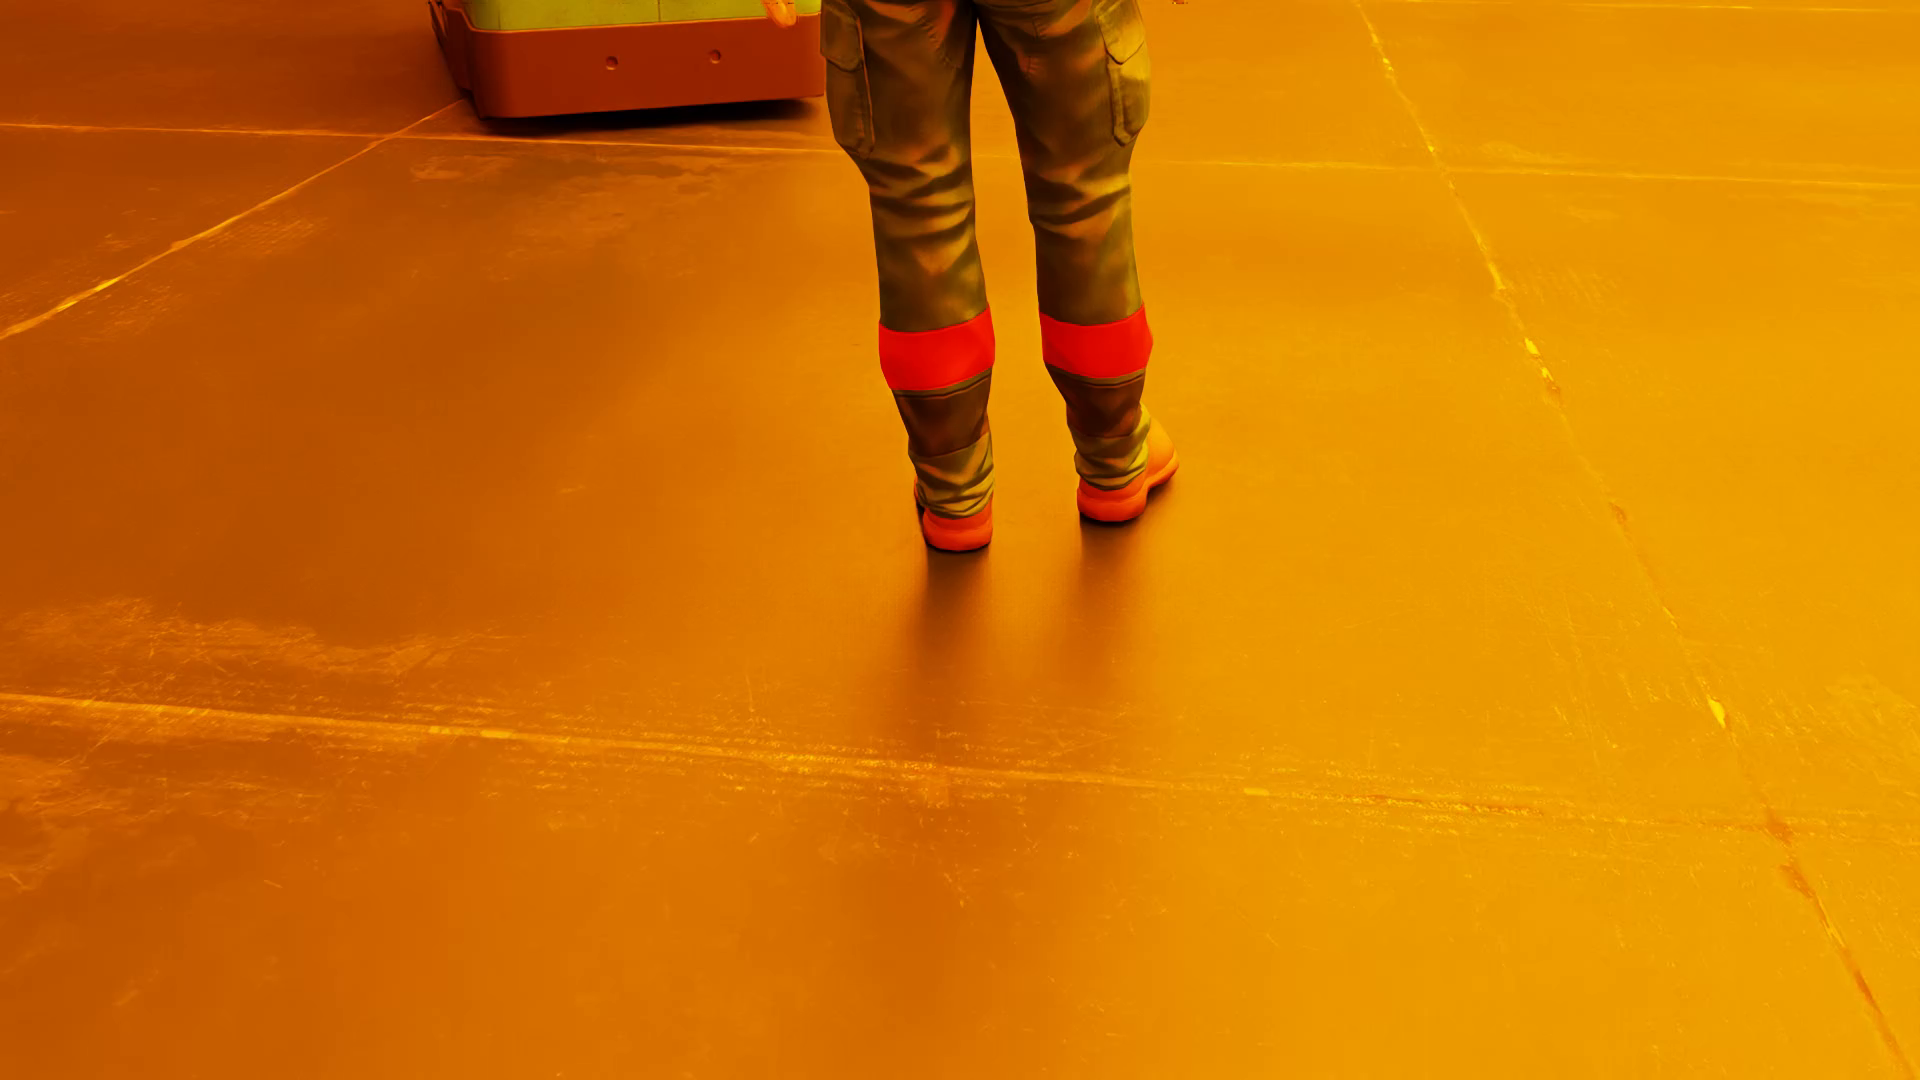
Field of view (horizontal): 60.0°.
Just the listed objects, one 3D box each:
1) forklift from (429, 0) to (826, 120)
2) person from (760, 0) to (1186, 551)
[{"bbox_3d":[-1.359,-3.157,5.545,1.130,2.935,3.031,-9,28,-17],"label":"forklift"},{"bbox_3d":[0.021,-0.842,2.168,0.638,1.789,0.562,3,27,7],"label":"person"}]
